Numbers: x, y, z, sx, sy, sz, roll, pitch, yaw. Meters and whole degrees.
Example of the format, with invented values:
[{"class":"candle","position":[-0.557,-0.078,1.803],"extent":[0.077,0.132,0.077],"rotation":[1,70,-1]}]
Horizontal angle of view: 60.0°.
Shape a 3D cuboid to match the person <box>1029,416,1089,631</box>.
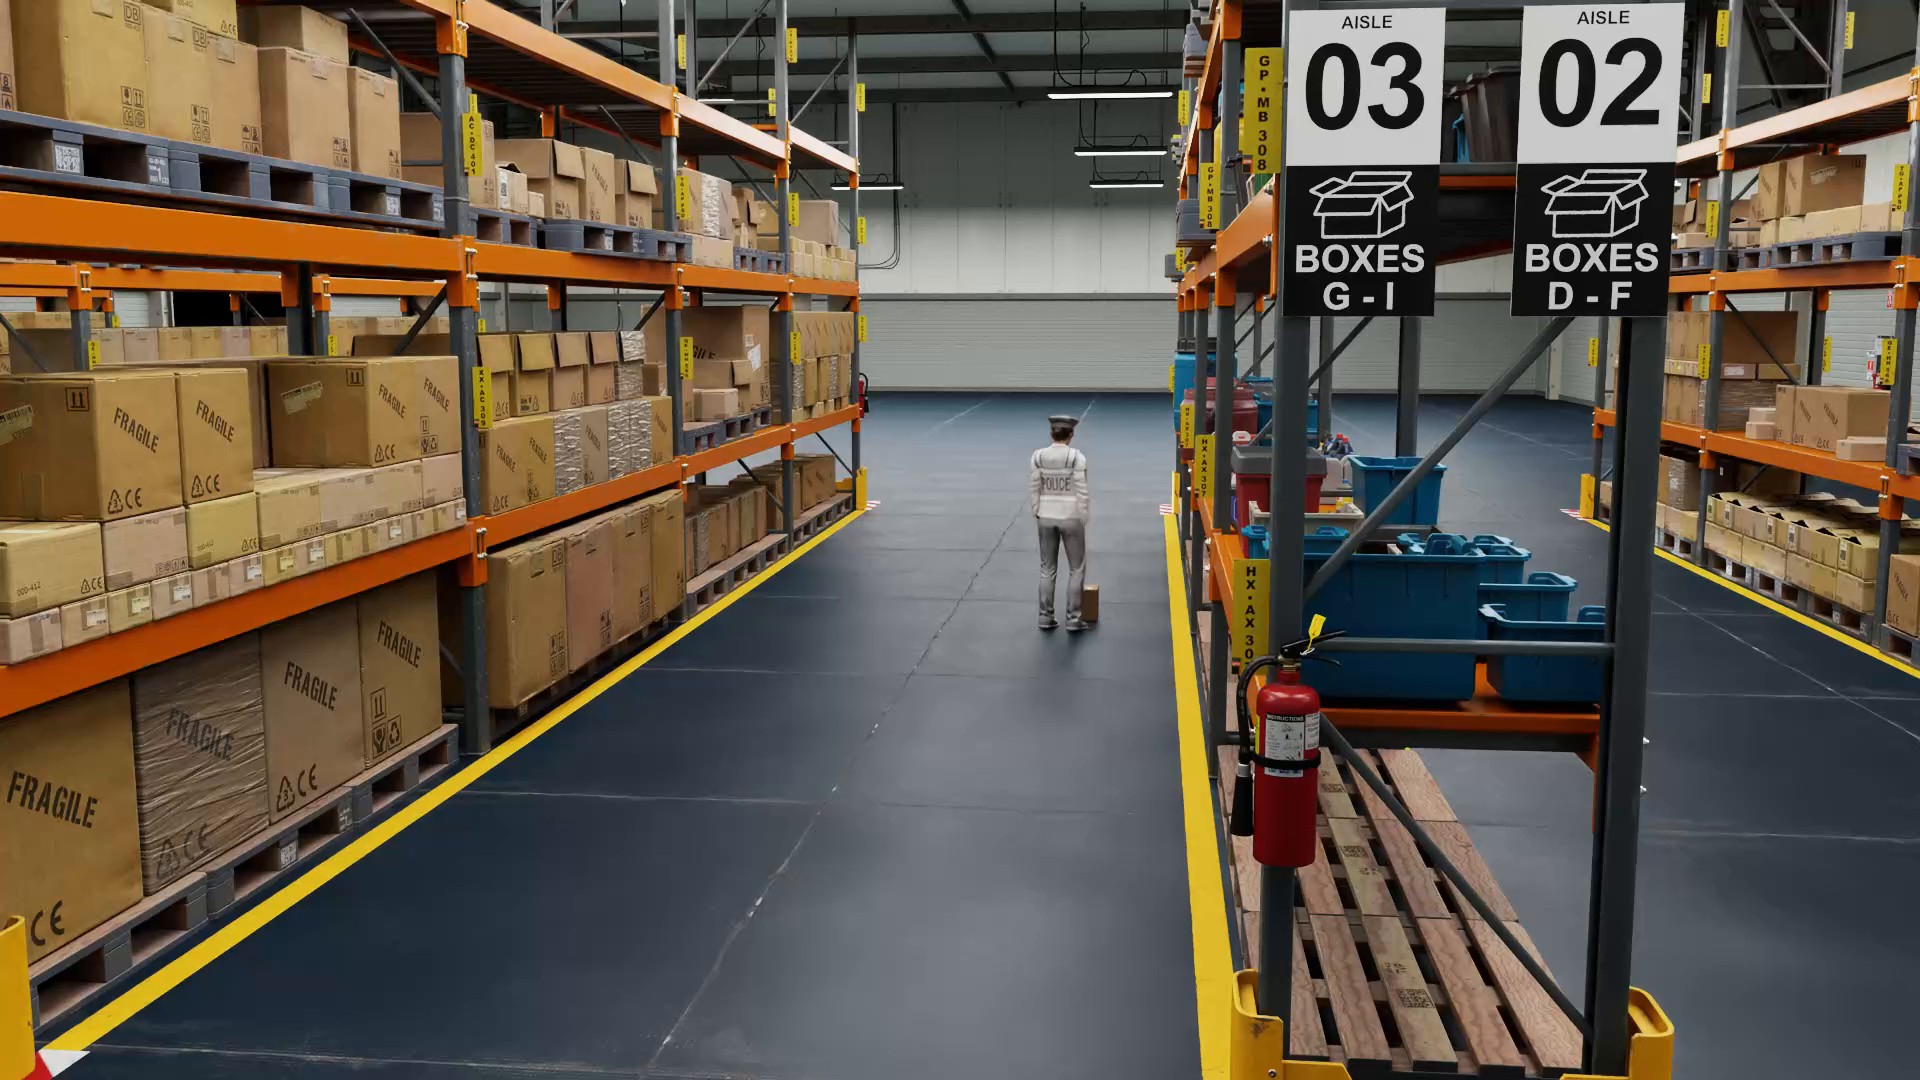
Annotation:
[{"class":"person","position":[0.767,-0.128,12.820],"extent":[0.482,1.654,0.366],"rotation":[4,8,24]}]
